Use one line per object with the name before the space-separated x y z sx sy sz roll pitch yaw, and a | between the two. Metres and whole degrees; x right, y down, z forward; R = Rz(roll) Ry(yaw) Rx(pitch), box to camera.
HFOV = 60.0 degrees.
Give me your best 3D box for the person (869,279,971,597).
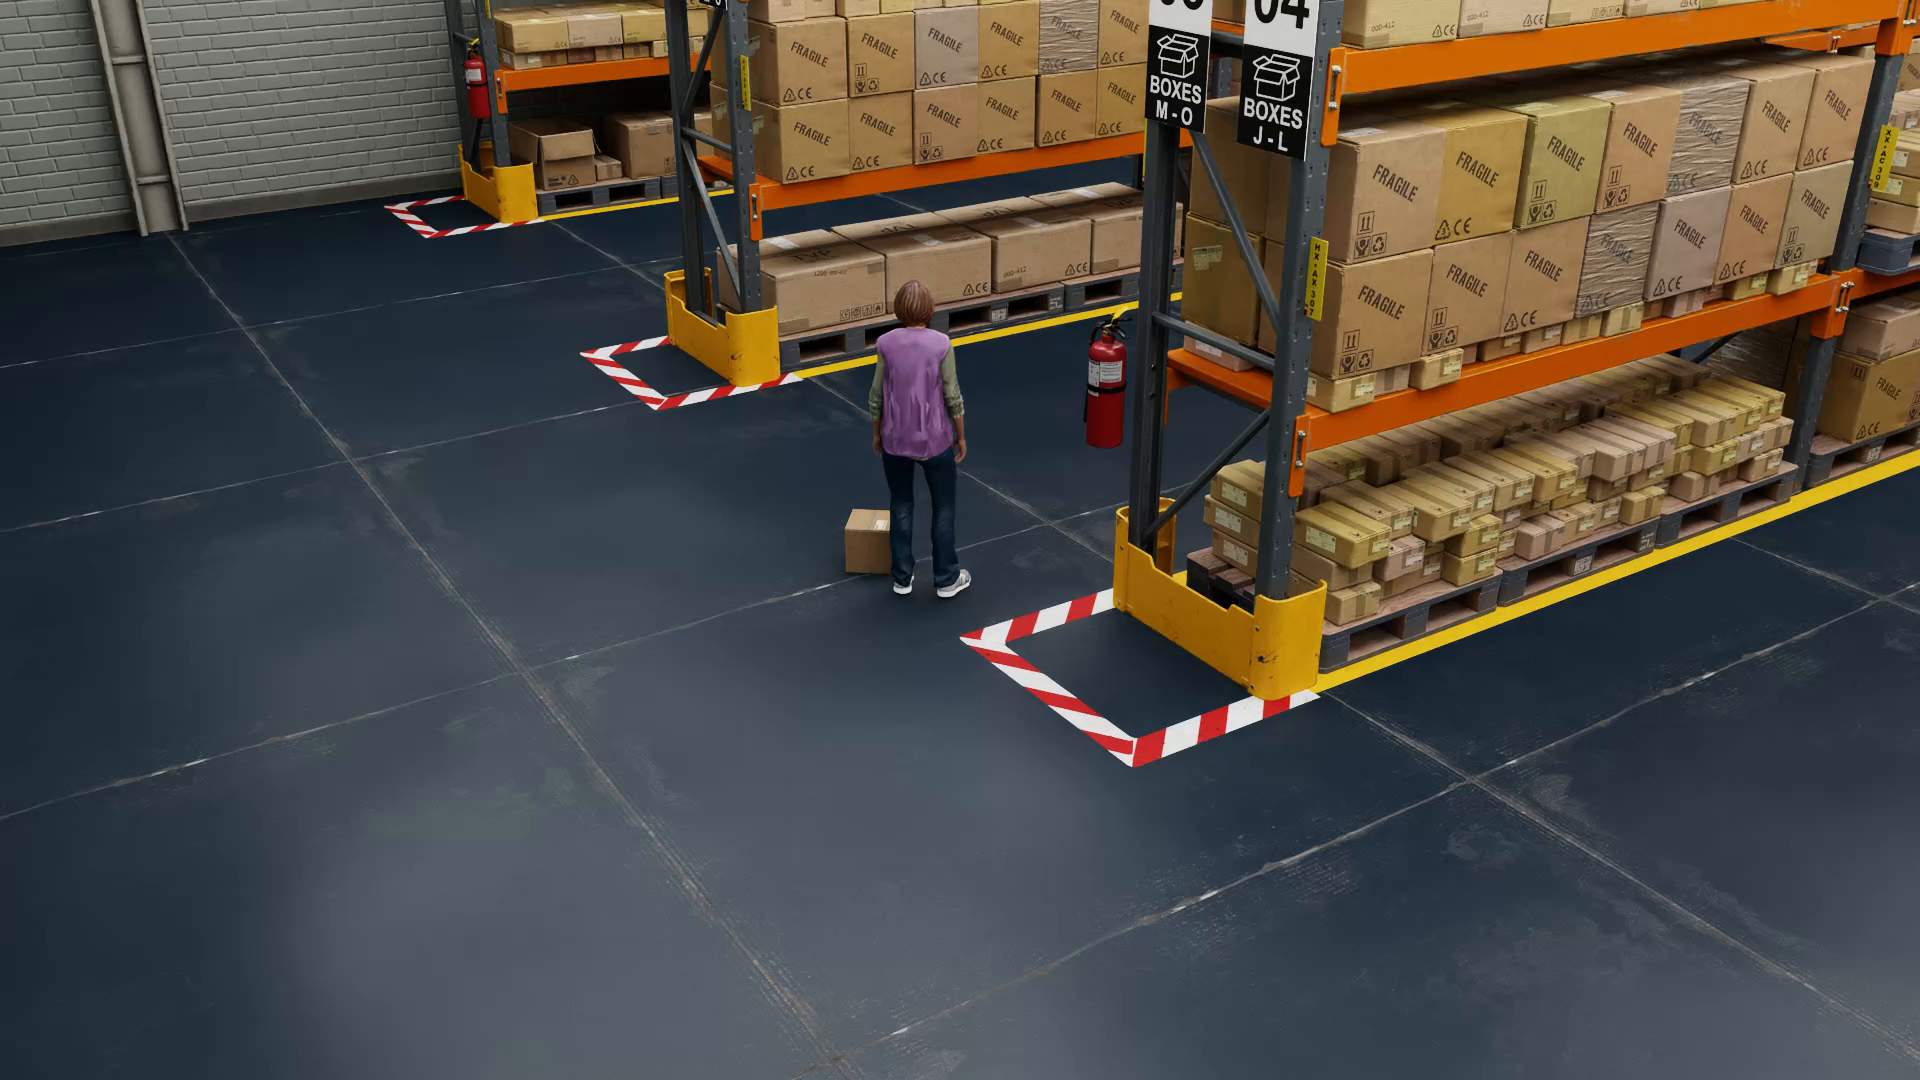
person | -0.201 -0.455 8.122 0.481 1.553 0.343 5 26 10
